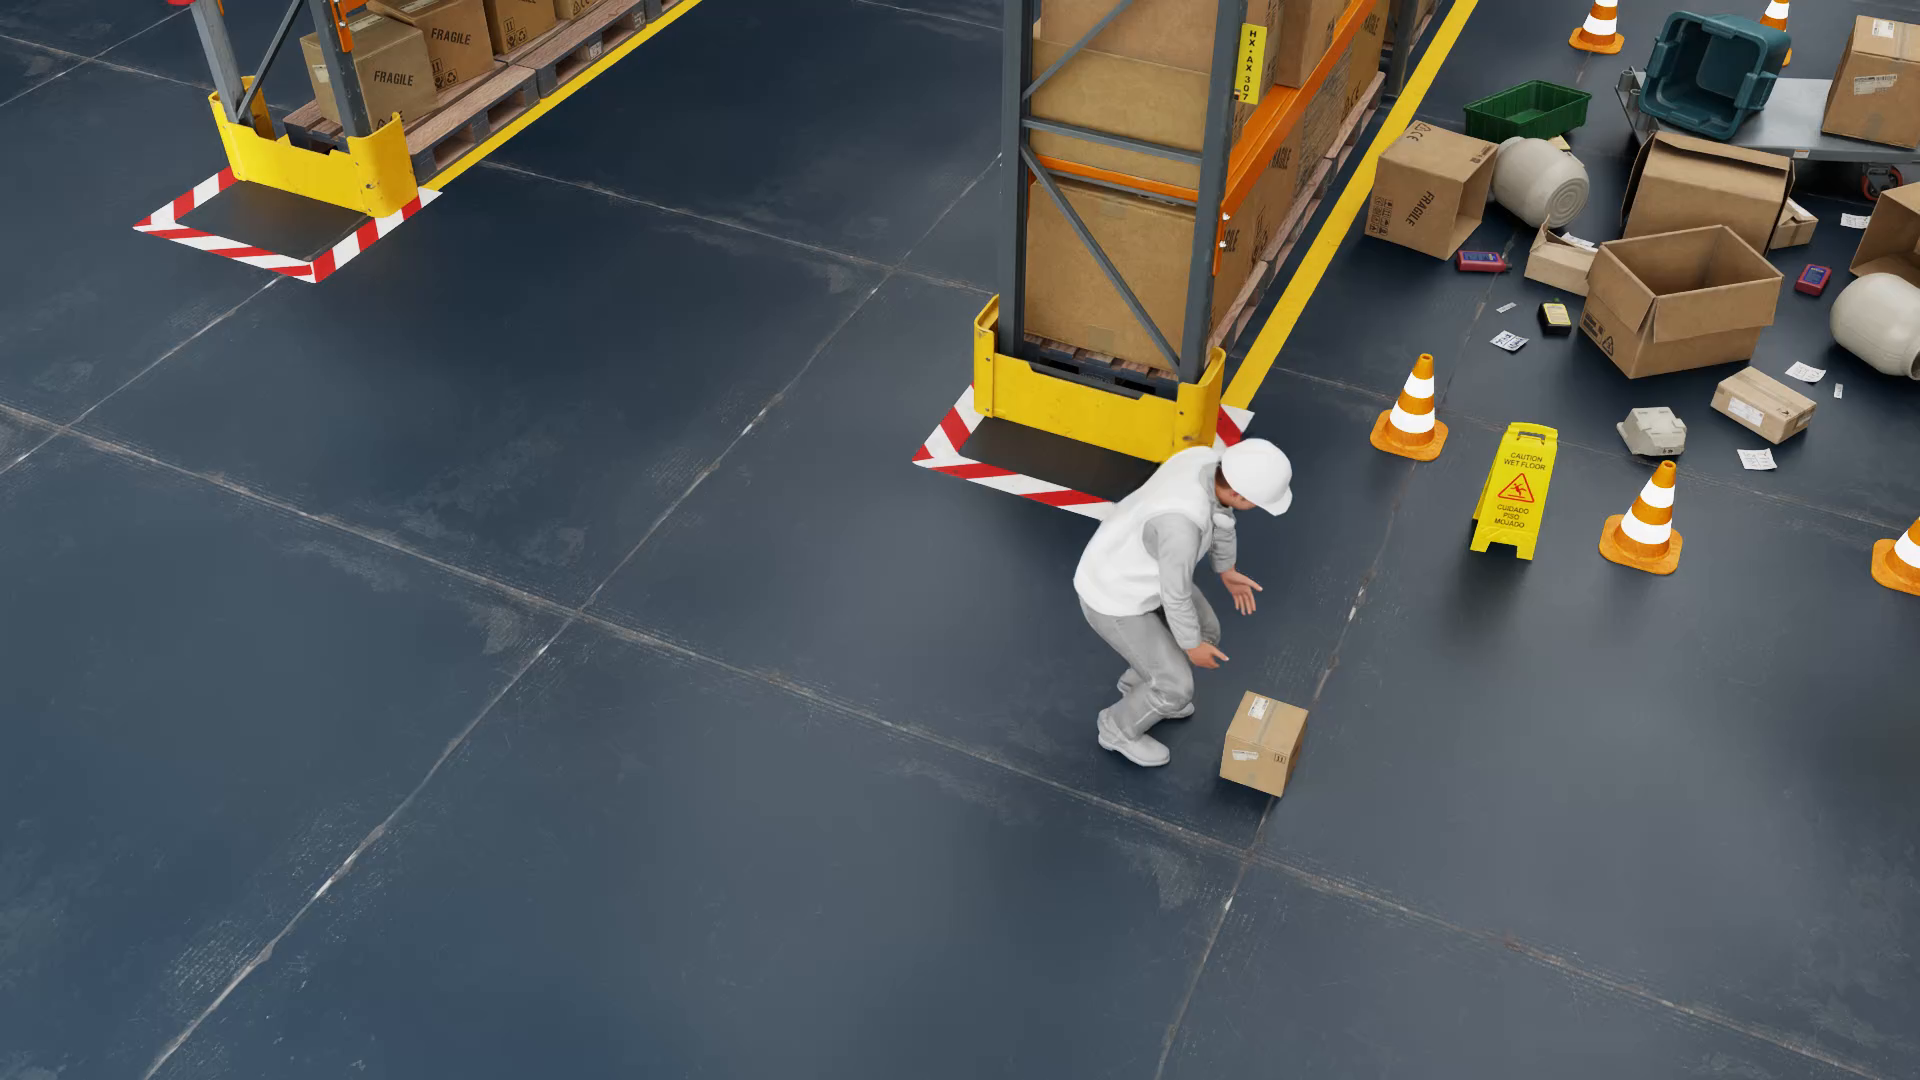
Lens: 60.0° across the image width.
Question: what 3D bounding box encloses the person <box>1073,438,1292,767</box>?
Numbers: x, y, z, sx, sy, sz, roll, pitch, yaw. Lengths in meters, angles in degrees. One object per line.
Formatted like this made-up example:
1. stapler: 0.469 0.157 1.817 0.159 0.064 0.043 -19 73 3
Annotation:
1. person: 0.799 0.178 6.146 0.714 1.506 0.590 18 45 19
